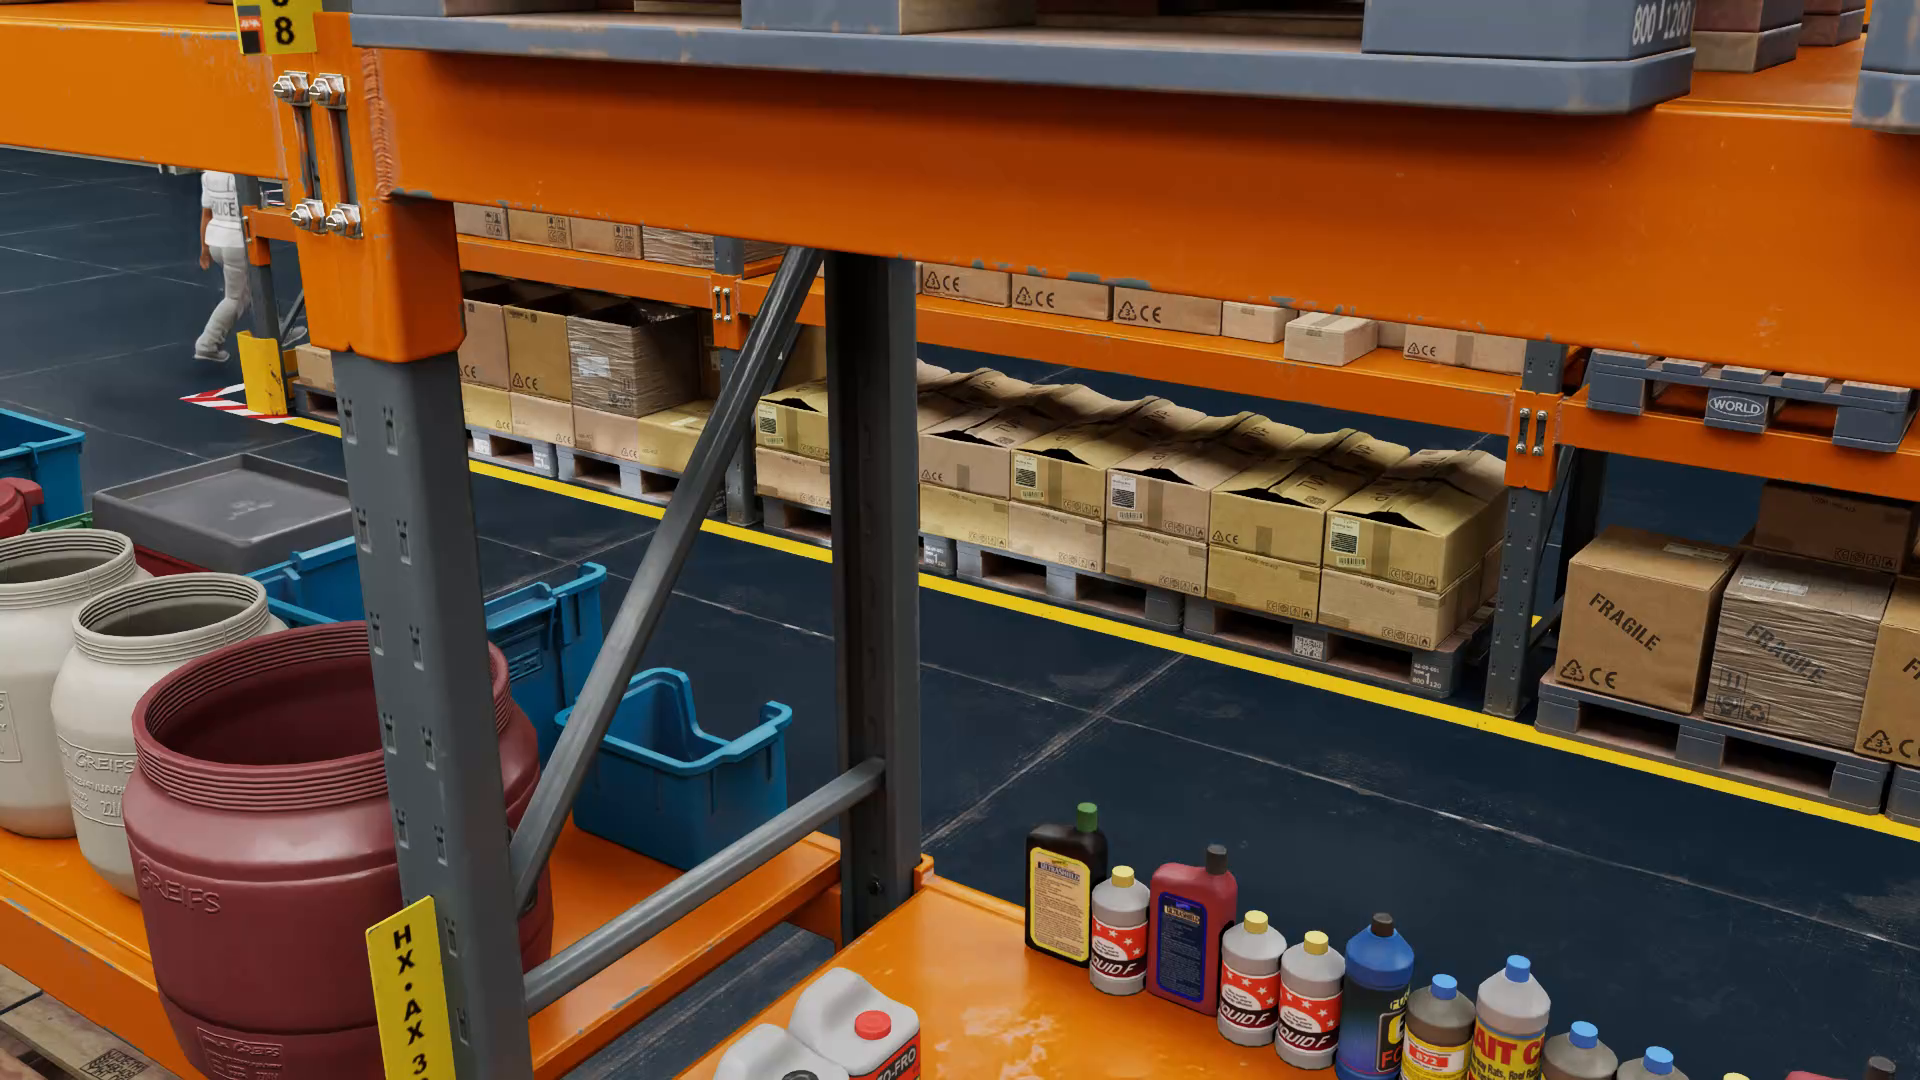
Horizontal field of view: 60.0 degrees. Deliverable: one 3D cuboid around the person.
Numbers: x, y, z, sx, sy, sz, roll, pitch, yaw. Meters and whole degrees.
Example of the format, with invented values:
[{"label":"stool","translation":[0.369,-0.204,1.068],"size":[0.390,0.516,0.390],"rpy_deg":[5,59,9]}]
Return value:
[{"label":"person","translation":[-5.128,-2.092,11.862],"size":[0.558,1.610,1.036],"rpy_deg":[13,24,33]}]
